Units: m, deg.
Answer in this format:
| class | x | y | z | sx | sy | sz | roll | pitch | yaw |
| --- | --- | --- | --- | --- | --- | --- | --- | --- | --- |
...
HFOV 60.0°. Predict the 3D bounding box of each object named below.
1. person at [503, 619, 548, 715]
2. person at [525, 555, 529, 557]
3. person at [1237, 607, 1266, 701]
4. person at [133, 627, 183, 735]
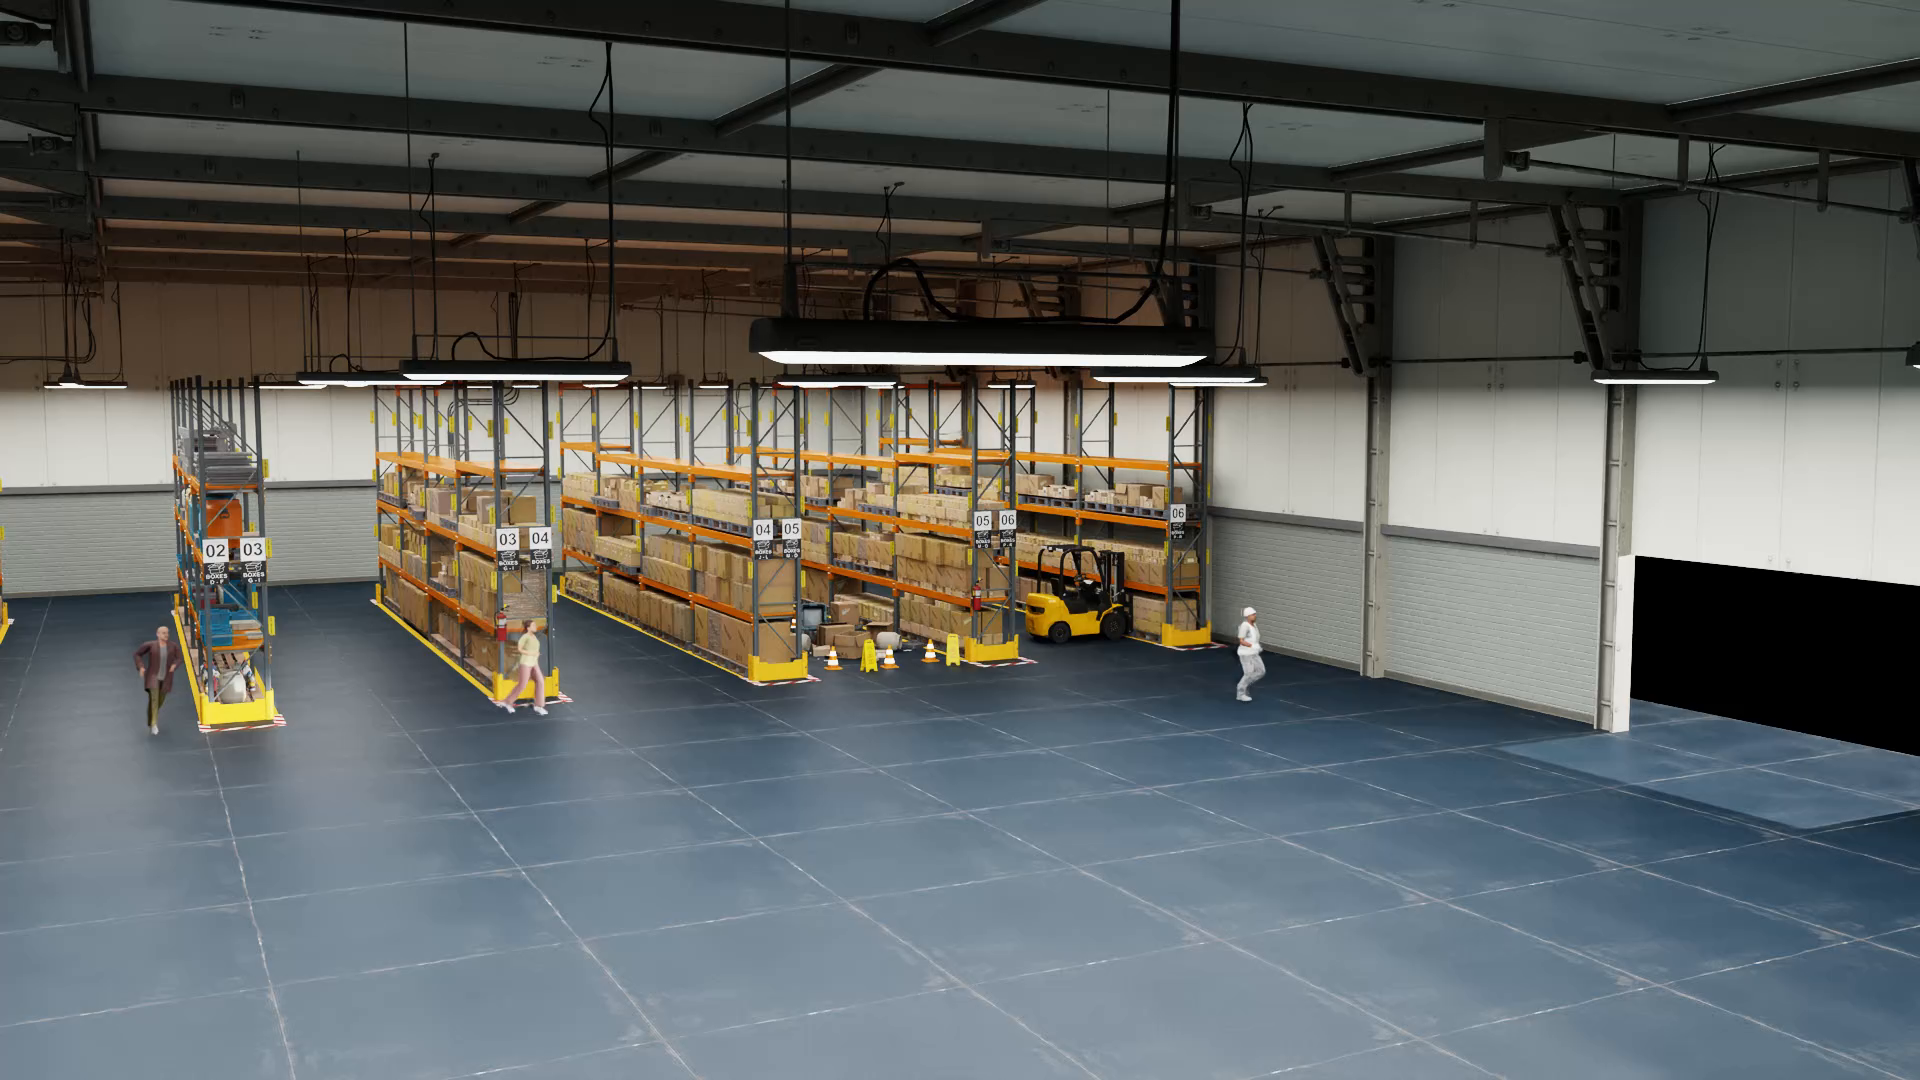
| class | x | y | z | sx | sy | sz | roll | pitch | yaw |
| --- | --- | --- | --- | --- | --- | --- | --- | --- | --- |
| person | -7.686 | 2.250 | 29.613 | 0.885 | 1.679 | 0.606 | 1 | 5 | 16 |
| person | -12.516 | 0.622 | 47.581 | 0.752 | 1.722 | 0.609 | 4 | 6 | 36 |
| person | 5.387 | 2.111 | 30.753 | 0.587 | 1.740 | 0.683 | 3 | 6 | 33 |
| person | -13.604 | 2.351 | 28.273 | 0.746 | 1.770 | 0.954 | -4 | 7 | -40 |
